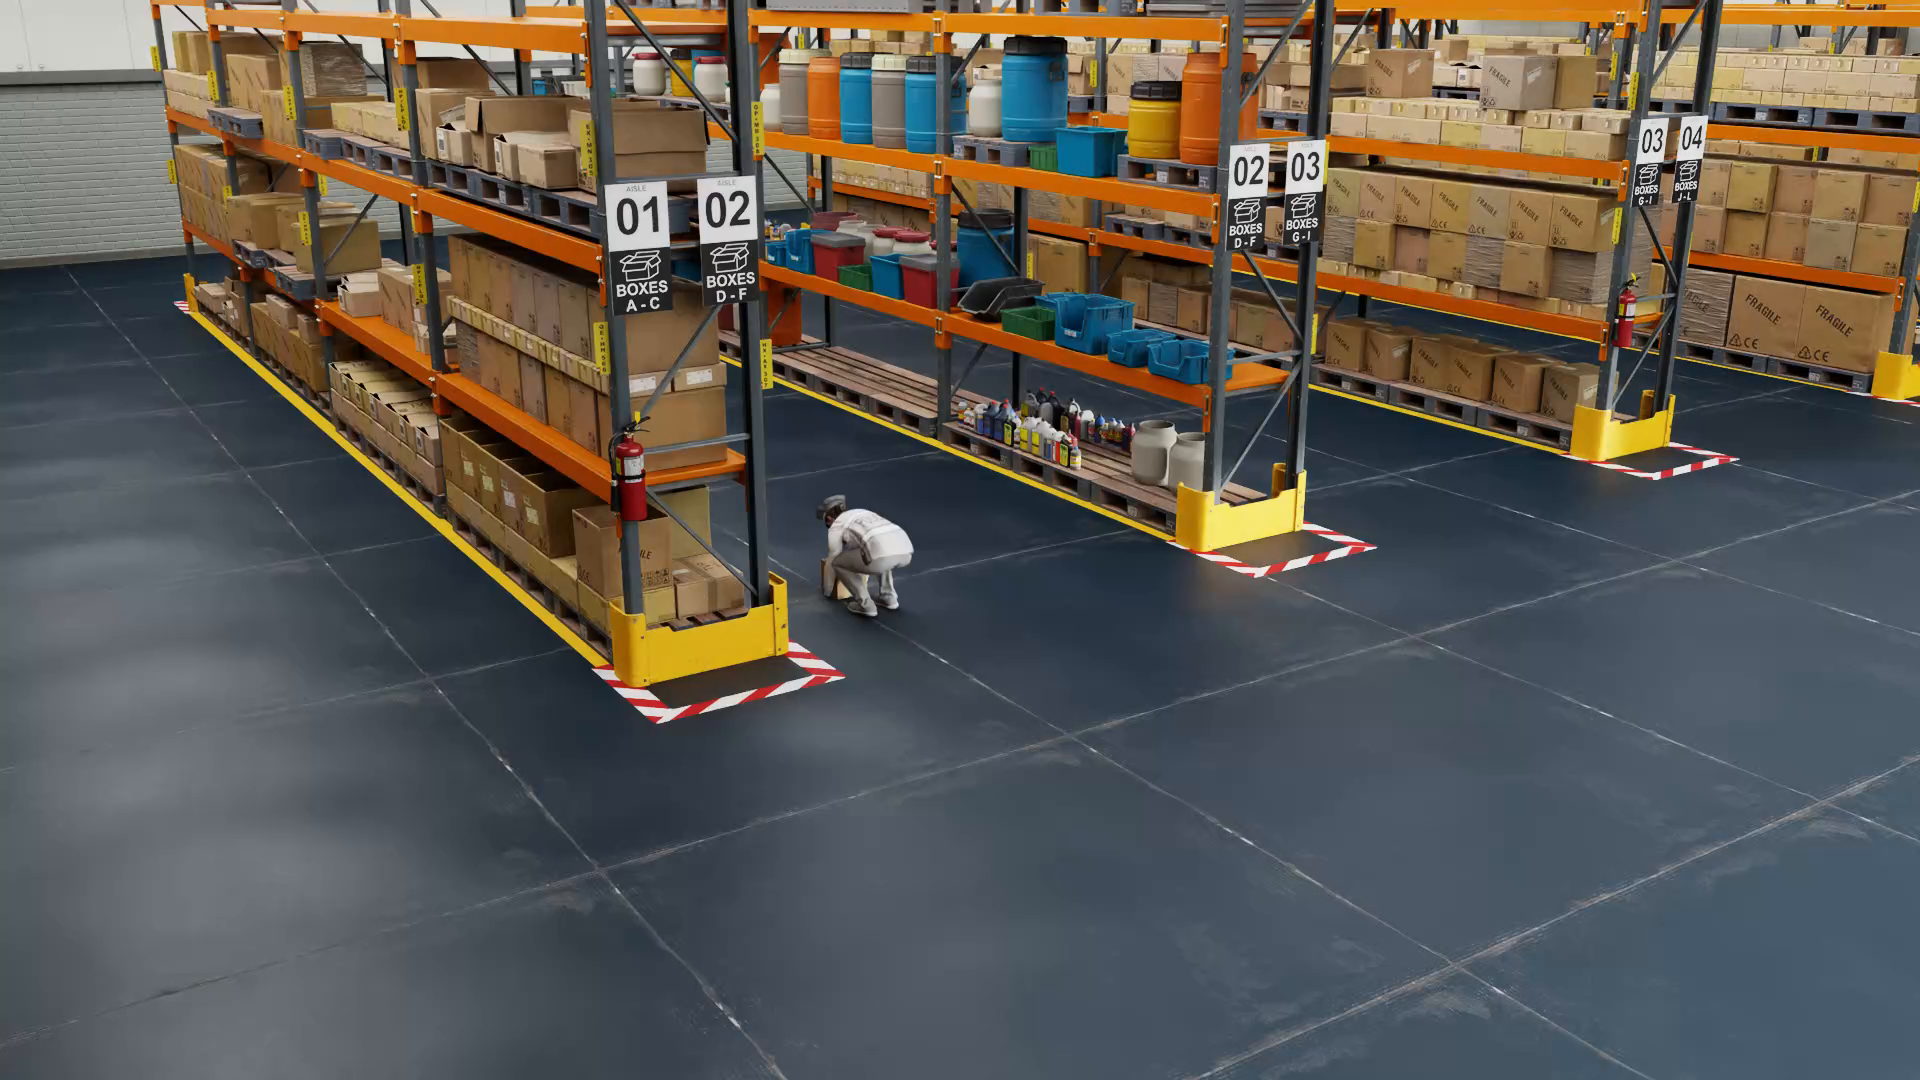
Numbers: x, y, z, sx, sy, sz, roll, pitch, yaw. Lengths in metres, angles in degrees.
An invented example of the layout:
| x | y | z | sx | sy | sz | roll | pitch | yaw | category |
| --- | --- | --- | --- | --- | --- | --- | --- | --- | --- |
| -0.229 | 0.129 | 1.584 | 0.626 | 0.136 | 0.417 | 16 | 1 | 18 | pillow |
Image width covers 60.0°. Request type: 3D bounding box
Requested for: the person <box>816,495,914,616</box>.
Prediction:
| x | y | z | sx | sy | sz | roll | pitch | yaw | category |
| --- | --- | --- | --- | --- | --- | --- | --- | --- | --- |
| -0.716 | 0.117 | 12.173 | 0.450 | 0.783 | 0.908 | -13 | 22 | -35 | person |
